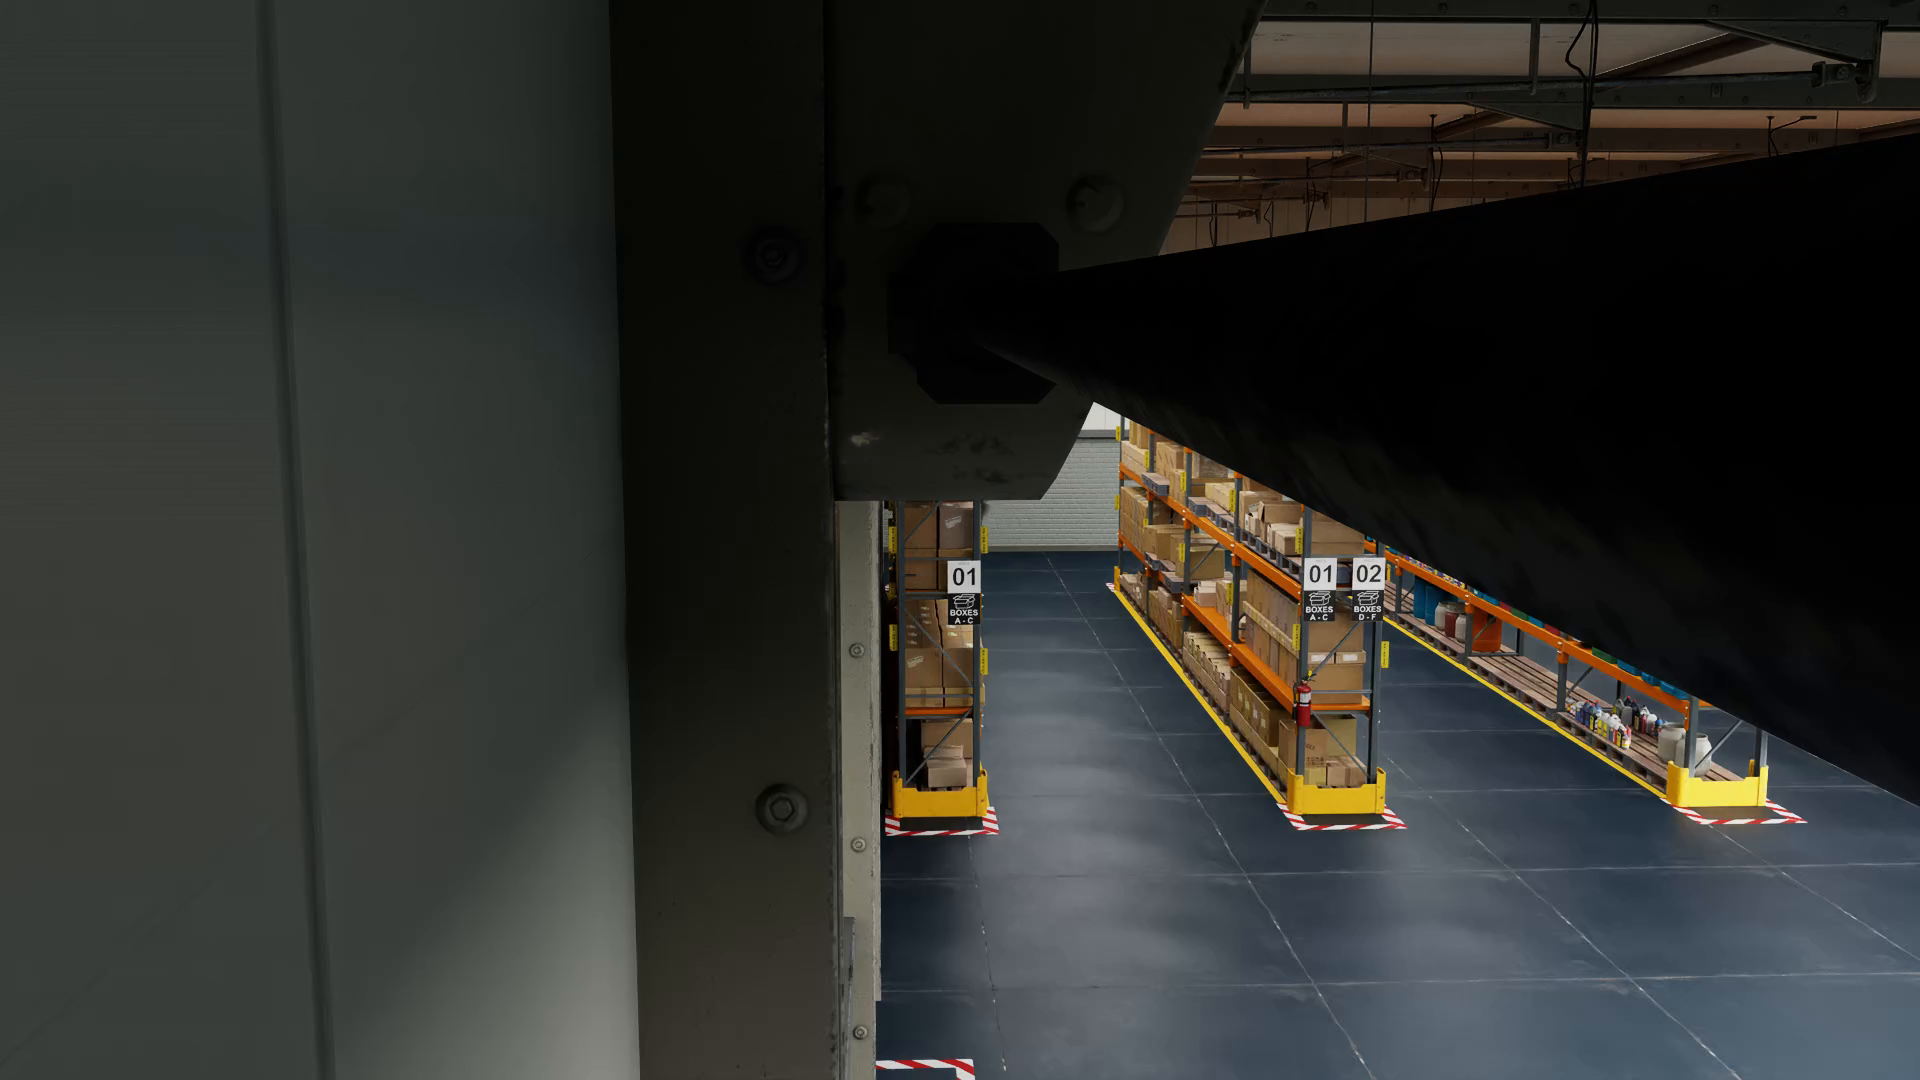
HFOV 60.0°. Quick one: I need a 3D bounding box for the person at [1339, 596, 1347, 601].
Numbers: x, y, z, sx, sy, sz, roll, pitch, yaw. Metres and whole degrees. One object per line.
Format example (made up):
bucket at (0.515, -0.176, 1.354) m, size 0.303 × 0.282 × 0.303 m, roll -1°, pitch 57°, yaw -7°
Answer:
person at (7.329, 0.879, 32.384) m, size 0.529 × 1.632 × 0.810 m, roll -1°, pitch 8°, yaw -6°
